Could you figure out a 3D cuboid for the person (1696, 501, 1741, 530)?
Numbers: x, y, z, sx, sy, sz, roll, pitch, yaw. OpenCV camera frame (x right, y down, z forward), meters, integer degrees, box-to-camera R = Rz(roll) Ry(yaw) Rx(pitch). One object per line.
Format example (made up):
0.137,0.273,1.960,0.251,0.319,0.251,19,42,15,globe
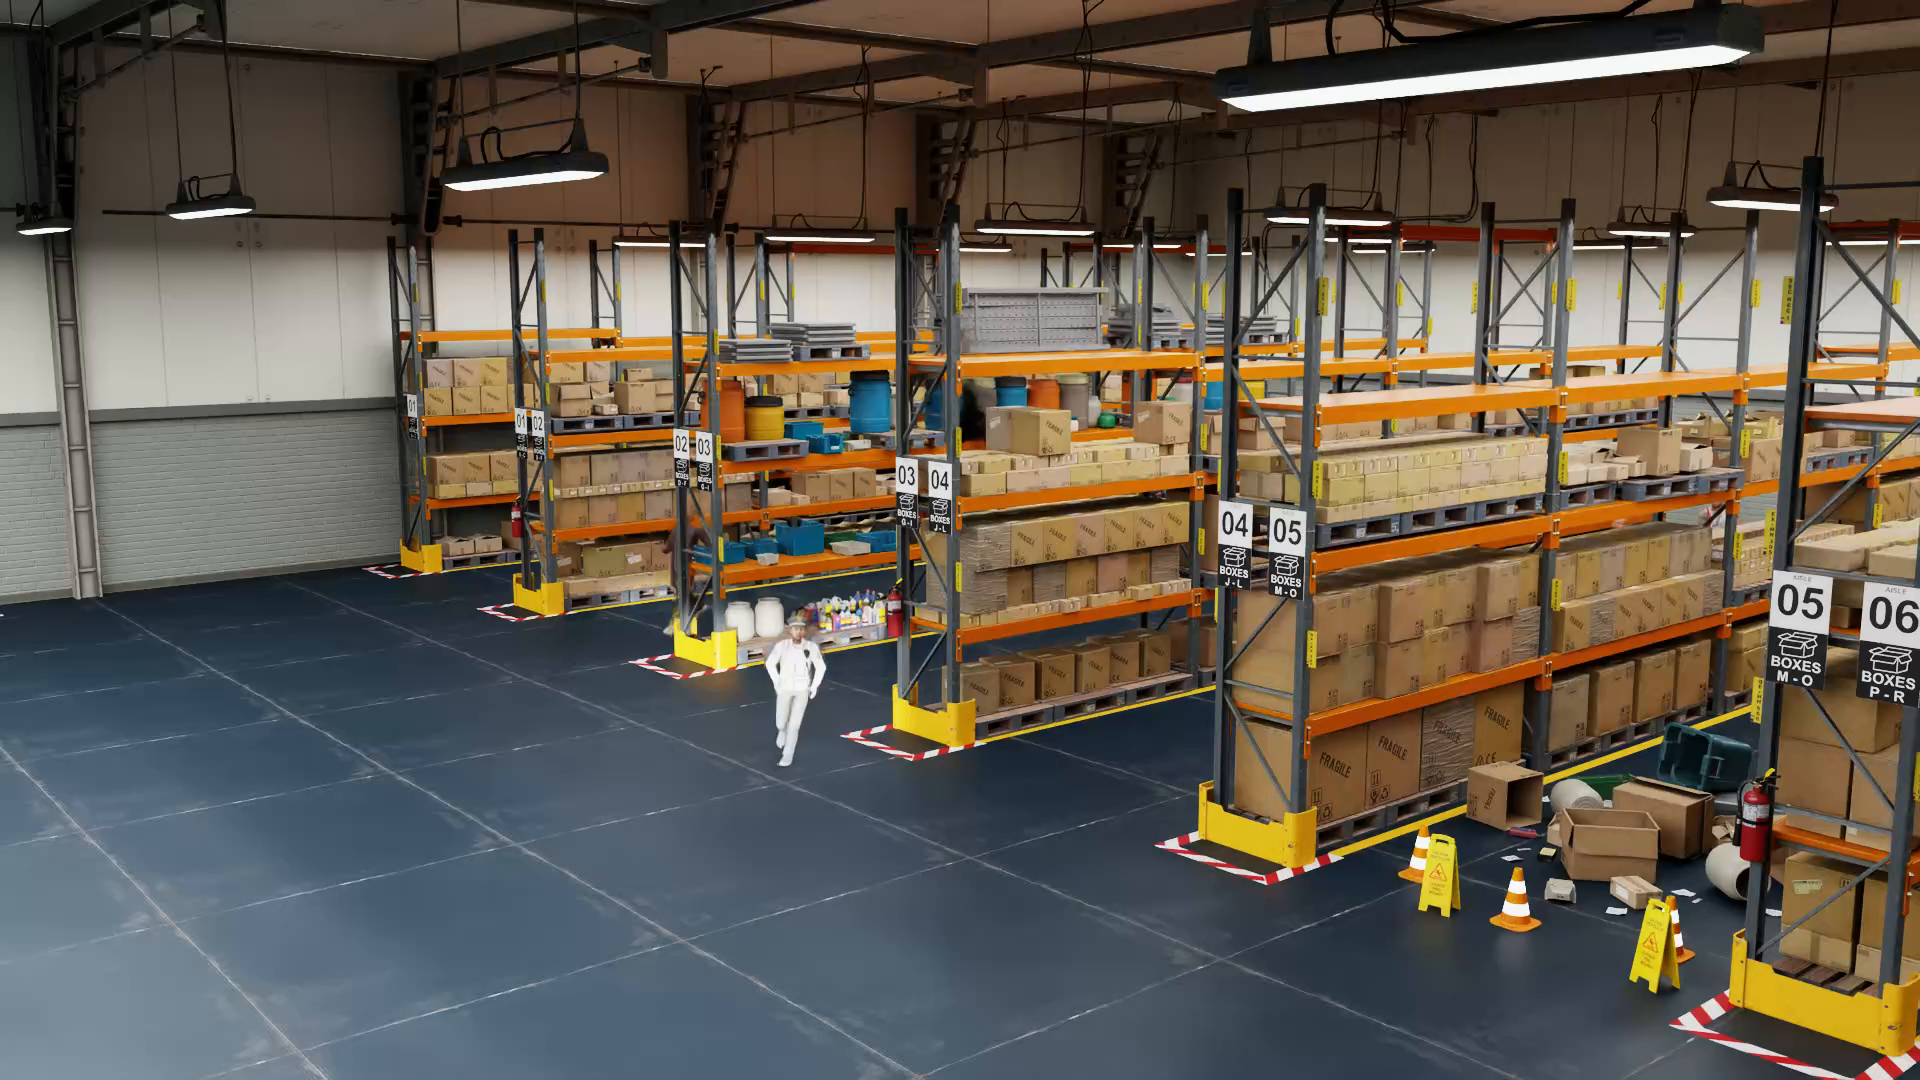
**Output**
12.534,0.083,27.549,0.665,1.821,0.811,5,10,30,person

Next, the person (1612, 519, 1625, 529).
9.916,0.491,25.166,0.660,1.683,0.585,8,12,43,person

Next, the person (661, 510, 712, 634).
-4.039,0.433,24.344,0.712,1.757,1.037,6,10,33,person

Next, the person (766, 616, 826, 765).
-1.780,1.601,18.074,0.650,1.631,0.546,0,9,-1,person
